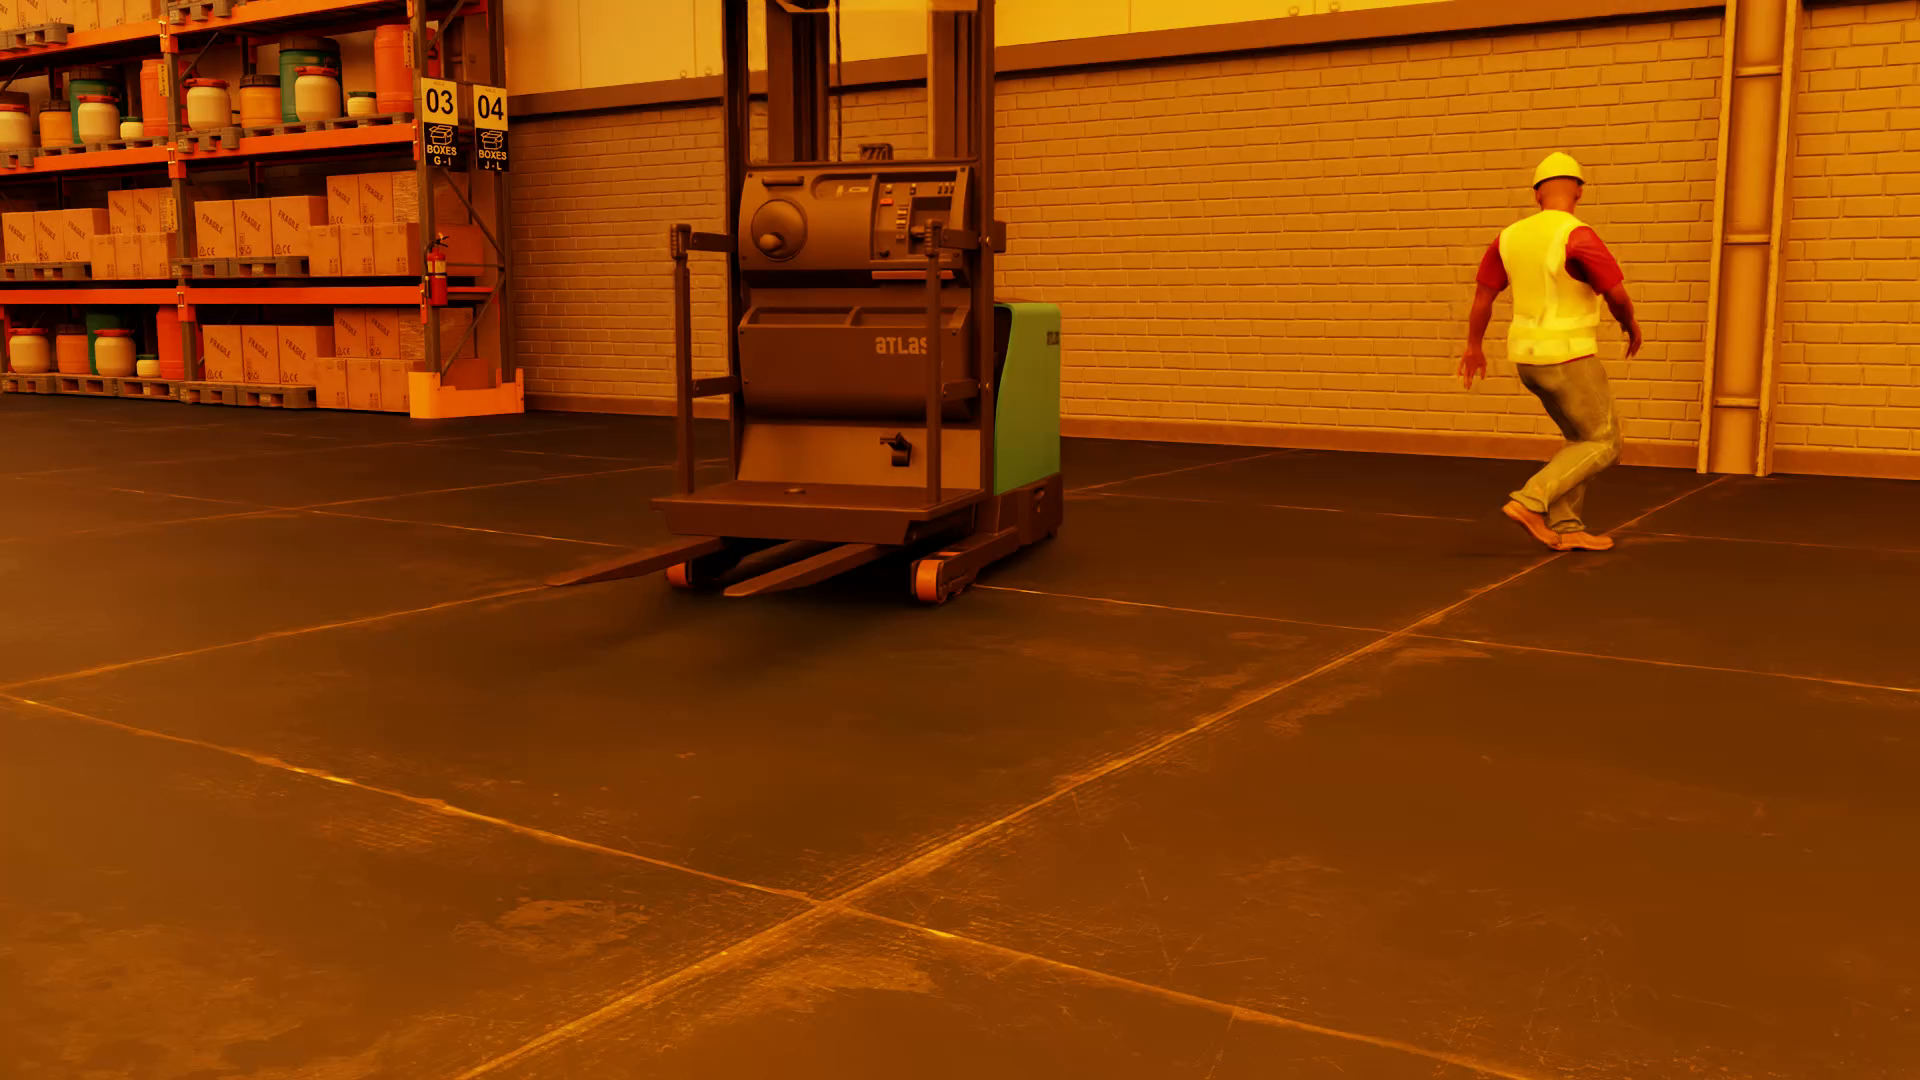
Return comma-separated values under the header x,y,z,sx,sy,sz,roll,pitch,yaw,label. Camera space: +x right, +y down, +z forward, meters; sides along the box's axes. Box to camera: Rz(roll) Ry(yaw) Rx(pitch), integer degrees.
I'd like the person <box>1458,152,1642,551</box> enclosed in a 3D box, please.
x,y,z,sx,sy,sz,roll,pitch,yaw,label
2.586,-0.798,7.172,0.626,1.709,0.729,-1,8,-9,person

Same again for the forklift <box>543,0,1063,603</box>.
x,y,z,sx,sy,sz,roll,pitch,yaw,label
-0.480,-1.284,6.221,1.130,2.935,3.031,3,9,18,forklift
